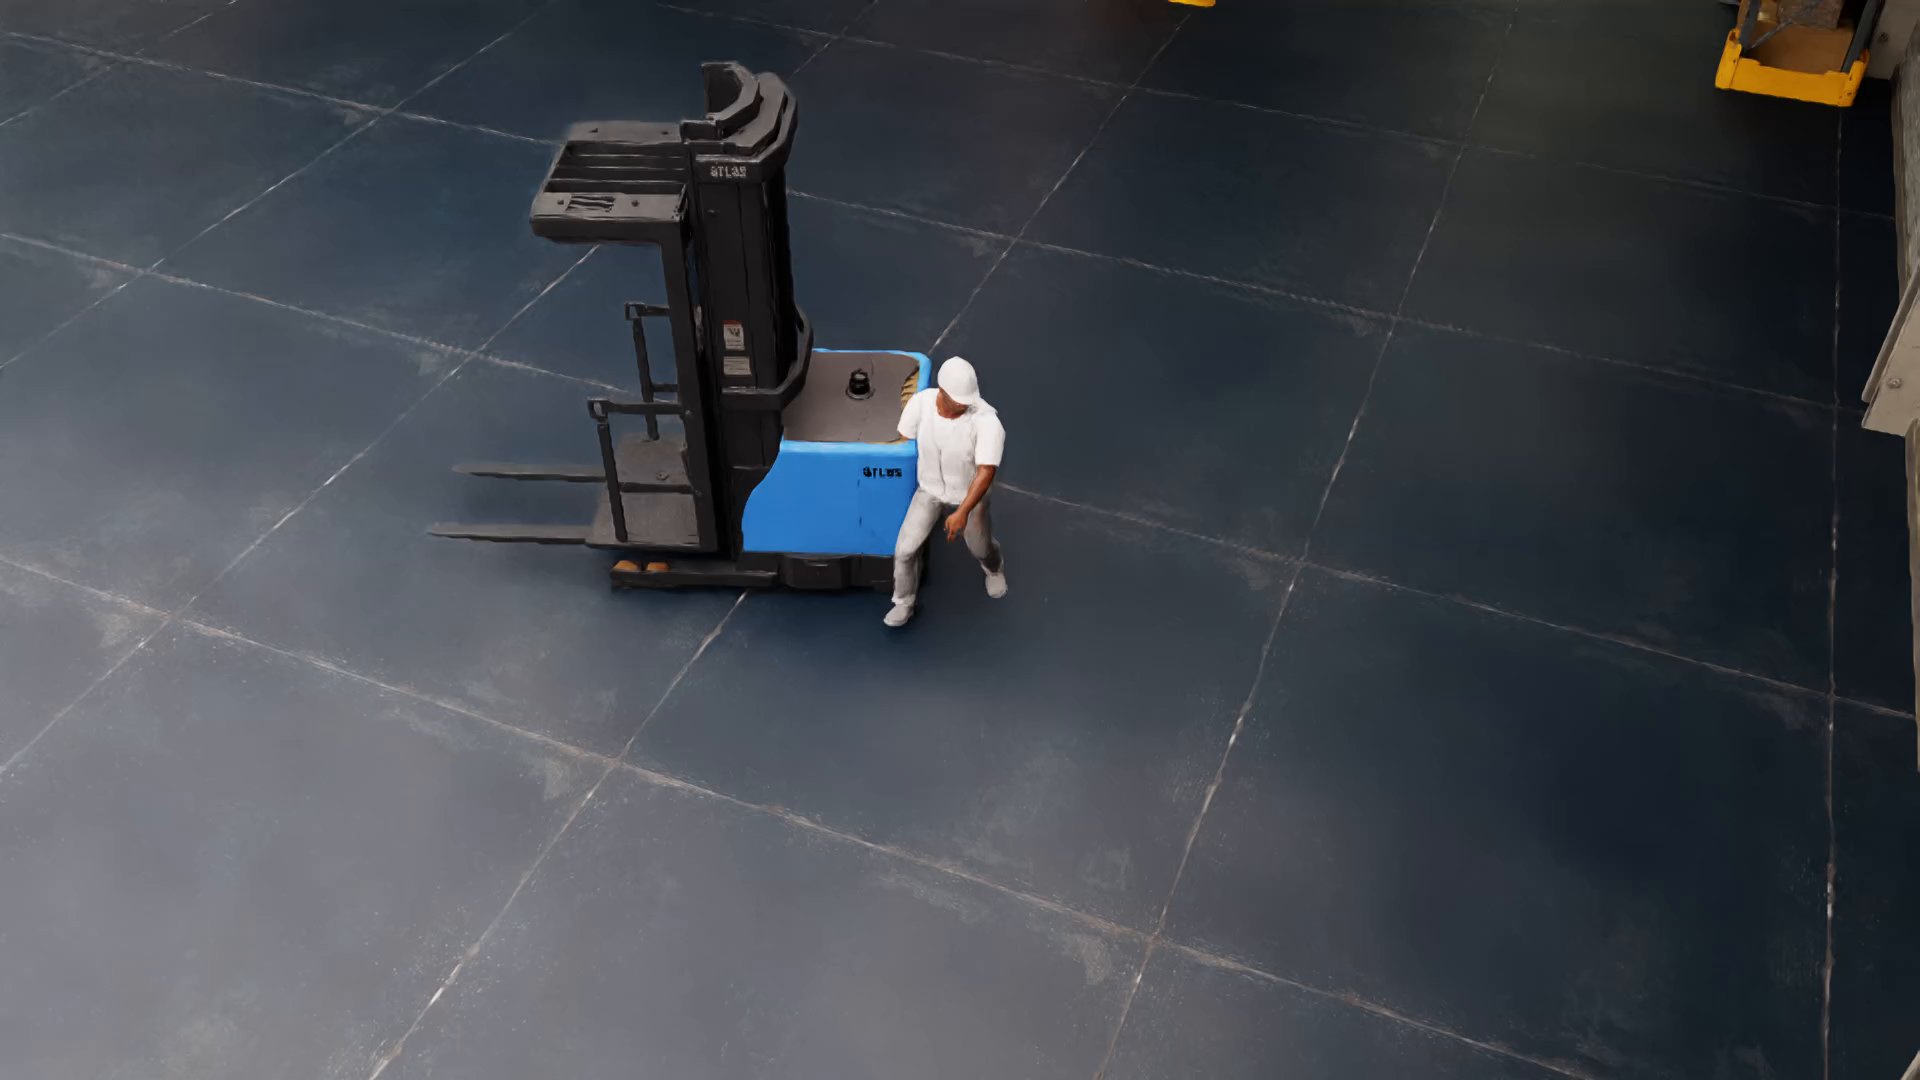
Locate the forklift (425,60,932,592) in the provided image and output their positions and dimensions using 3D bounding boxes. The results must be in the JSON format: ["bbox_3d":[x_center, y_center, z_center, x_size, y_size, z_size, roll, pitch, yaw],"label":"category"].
[{"bbox_3d":[-1.691,-1.168,9.402,3.031,2.935,1.130,2,40,2],"label":"forklift"}]

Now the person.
[{"bbox_3d":[-0.114,-0.275,9.333,0.728,1.704,0.833,14,42,16],"label":"person"}]
